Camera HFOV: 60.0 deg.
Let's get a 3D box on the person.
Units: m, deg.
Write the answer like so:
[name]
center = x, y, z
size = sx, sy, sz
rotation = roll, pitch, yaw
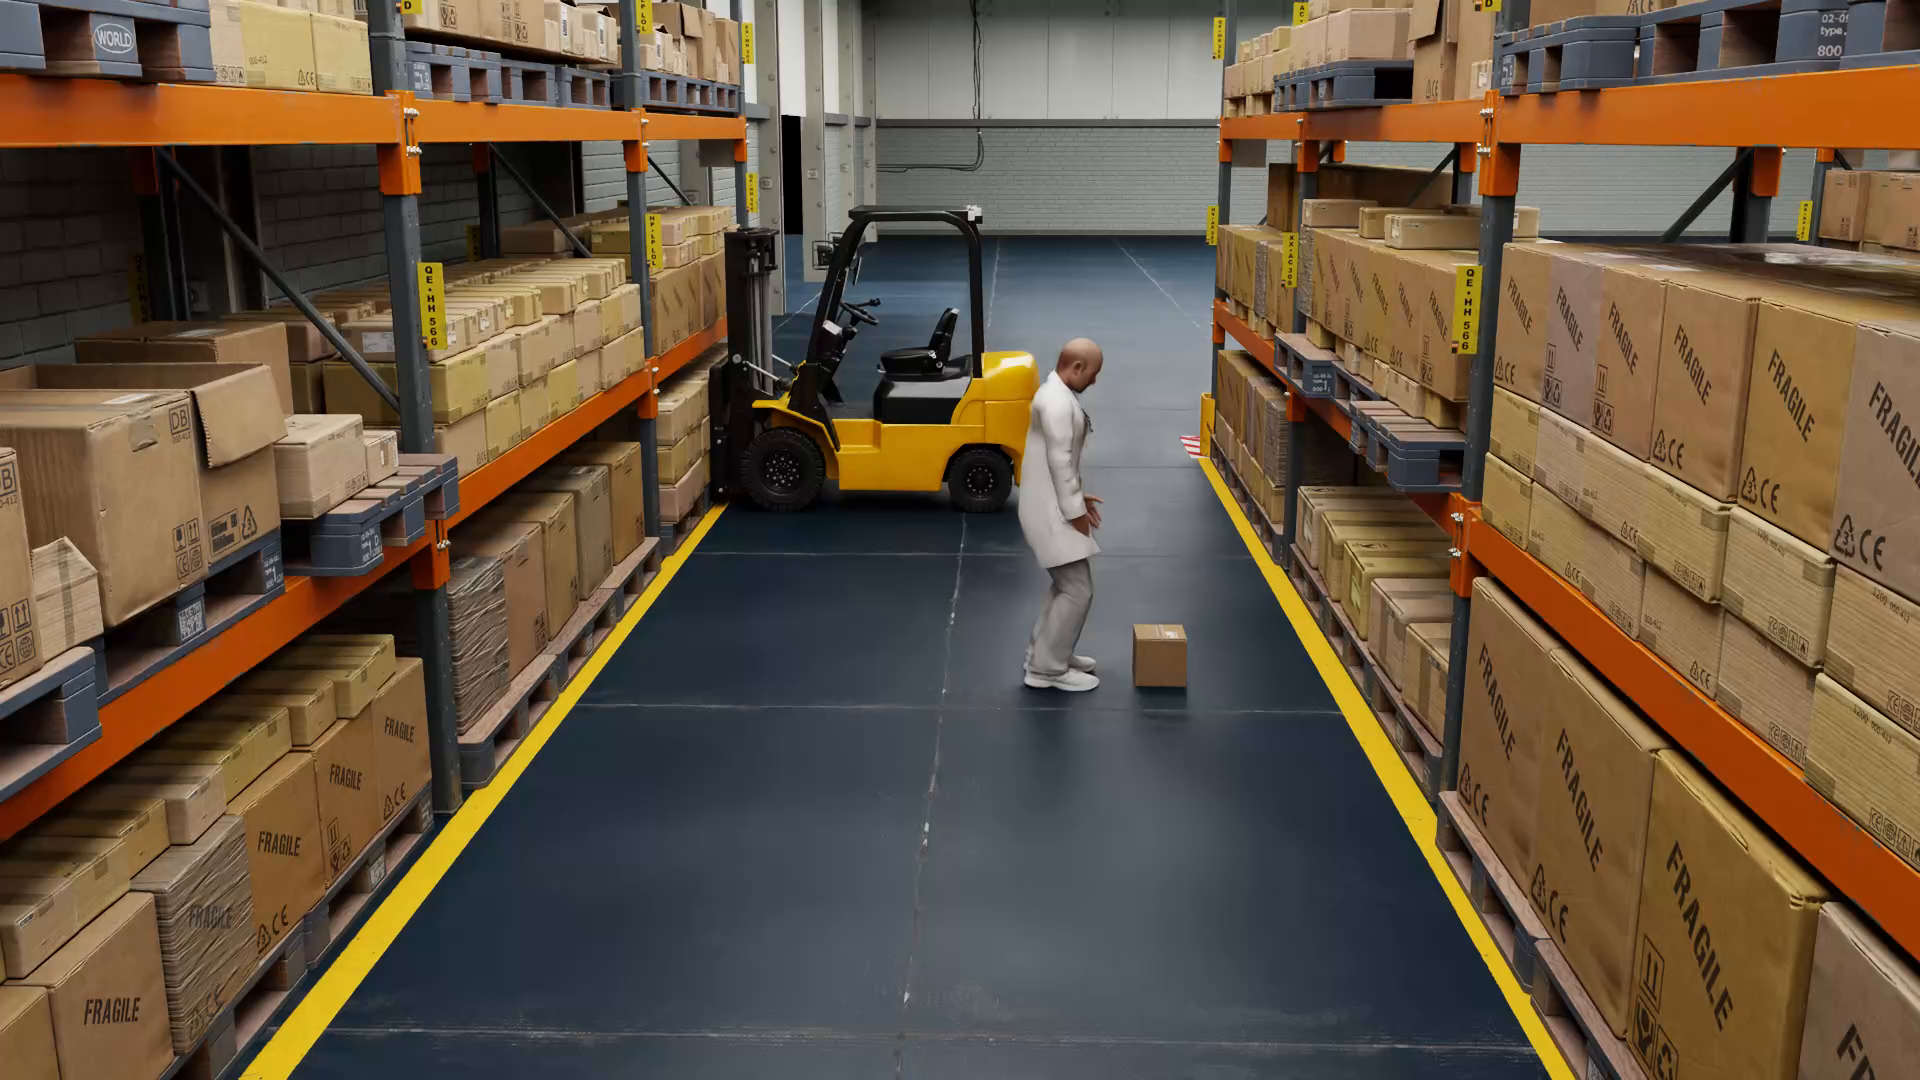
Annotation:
[person]
center = 0.504, -0.139, 8.234
size = 0.432, 1.728, 0.591
rotation = 1, 14, 3
